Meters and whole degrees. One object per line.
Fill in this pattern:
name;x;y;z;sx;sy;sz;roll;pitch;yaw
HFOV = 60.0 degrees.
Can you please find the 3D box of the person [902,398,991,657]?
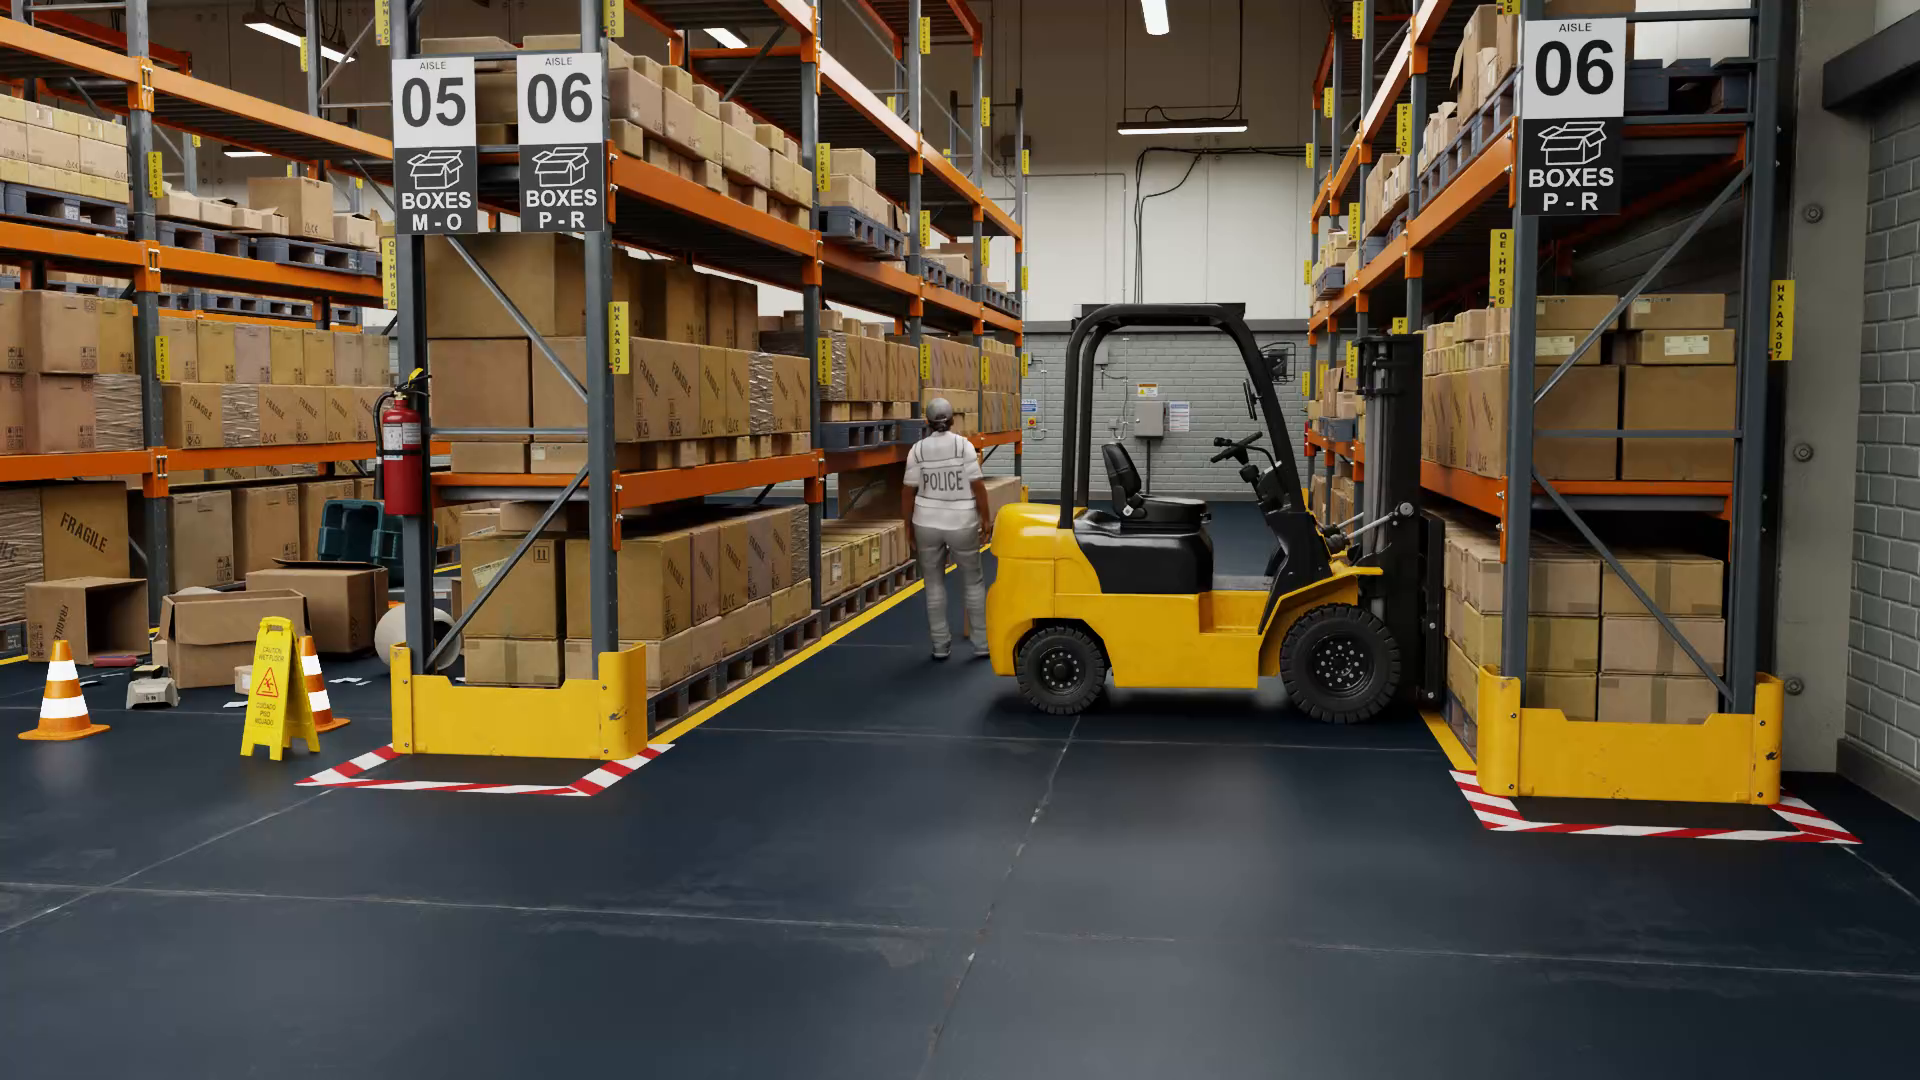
person;-0.060;-0.077;10.714;0.598;1.670;0.529;1;5;8
